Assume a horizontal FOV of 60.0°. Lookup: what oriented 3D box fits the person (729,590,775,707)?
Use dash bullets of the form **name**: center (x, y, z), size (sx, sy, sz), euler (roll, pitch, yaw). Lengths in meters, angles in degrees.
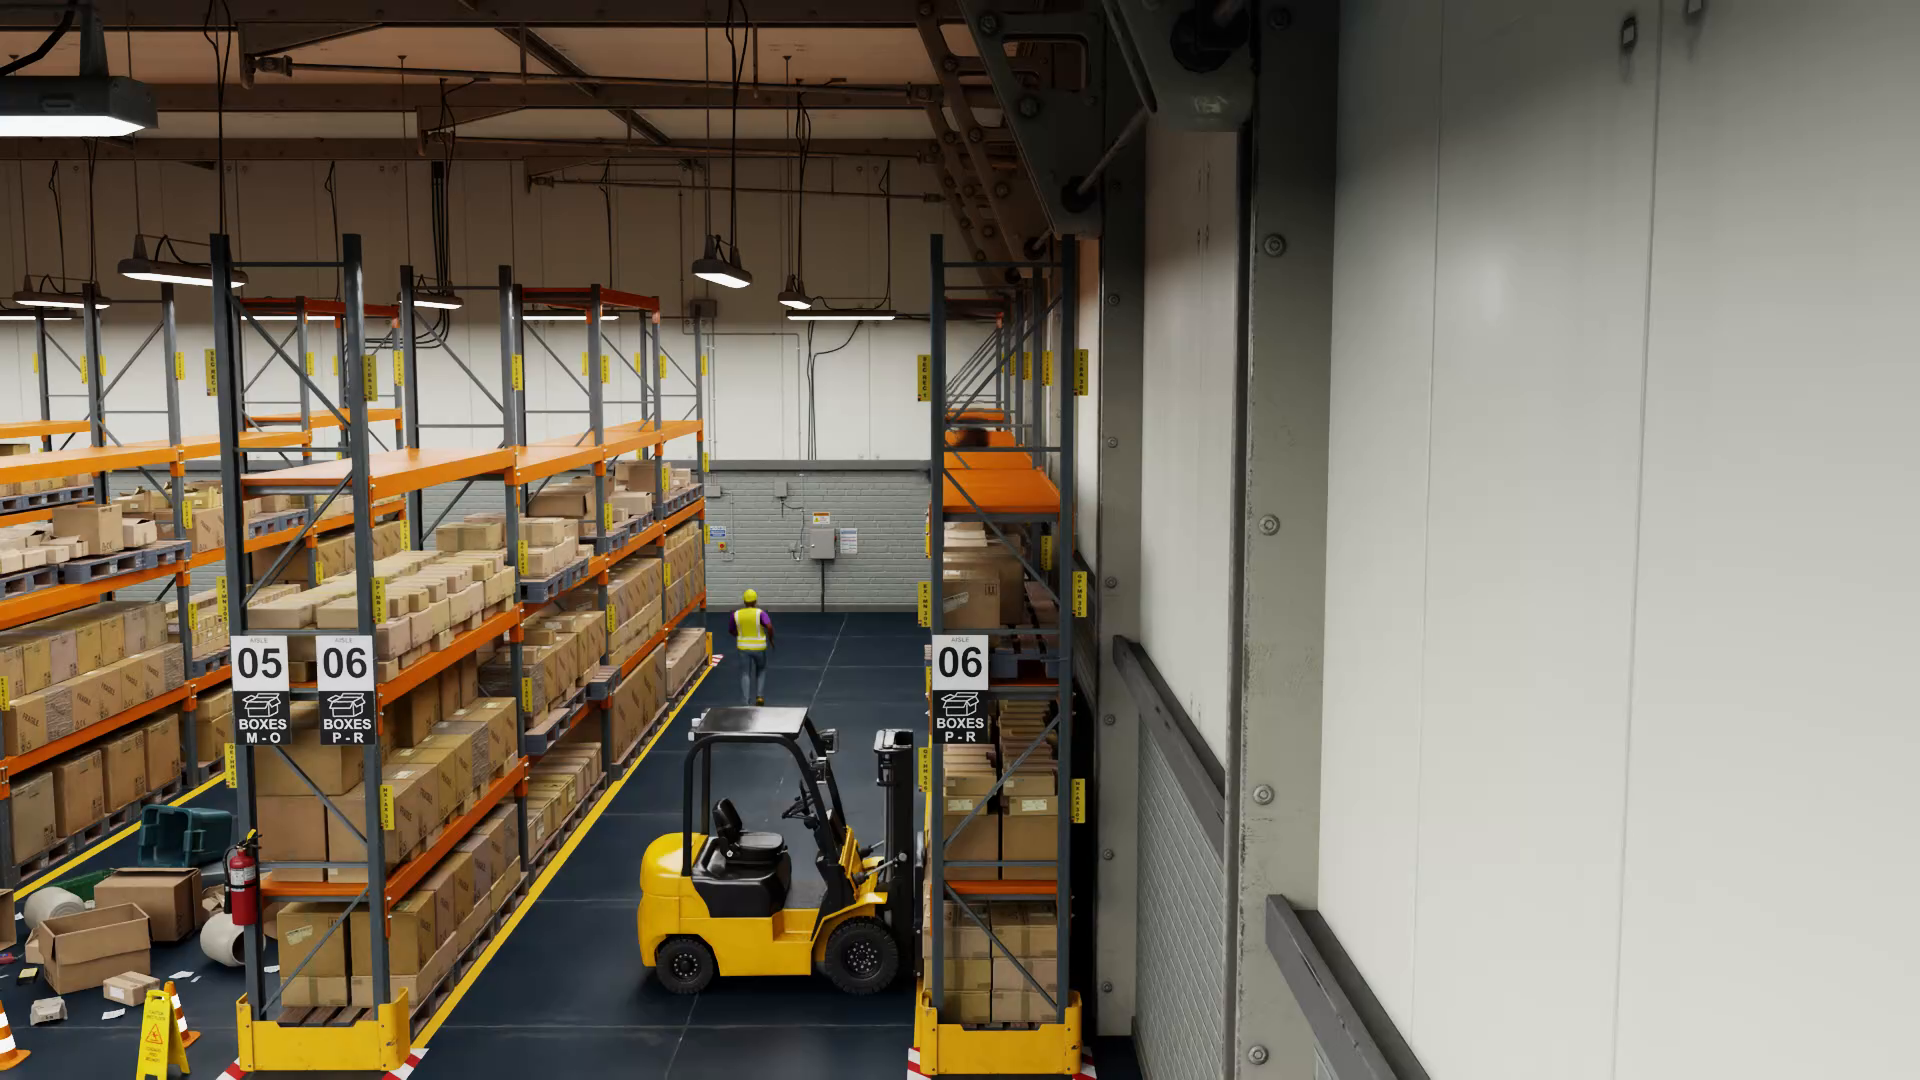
- **person**: center (-3.026, 1.622, 24.212), size (0.674, 1.823, 0.755), euler (0, 6, -2)
